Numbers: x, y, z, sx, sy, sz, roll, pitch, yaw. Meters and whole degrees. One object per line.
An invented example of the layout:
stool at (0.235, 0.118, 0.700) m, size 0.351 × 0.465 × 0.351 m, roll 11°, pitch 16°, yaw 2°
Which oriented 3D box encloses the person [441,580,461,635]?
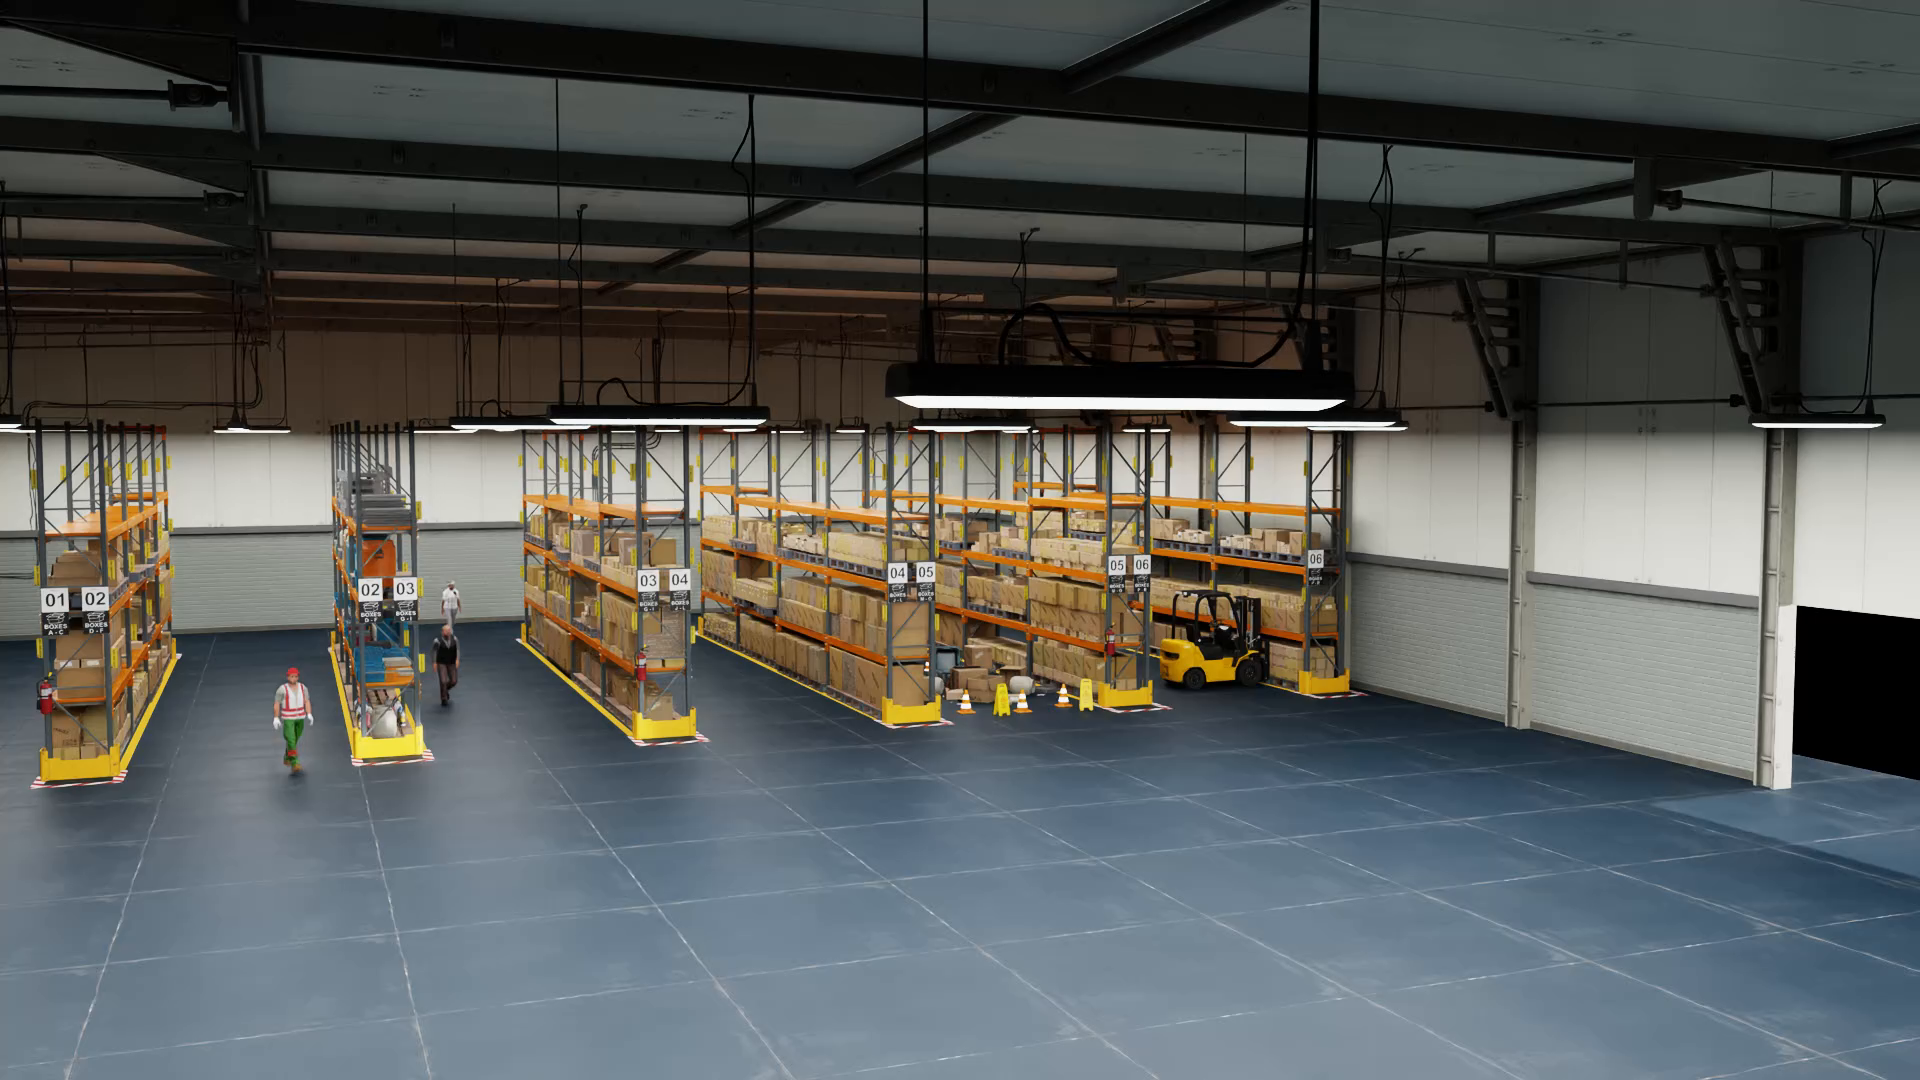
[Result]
person at (-14.469, 1.942, 47.307) m, size 0.492 × 1.621 × 1.042 m, roll -2°, pitch 4°, yaw -32°

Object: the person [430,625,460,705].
person at (-11.038, 2.656, 35.599) m, size 0.617 × 1.704 × 0.638 m, roll -3°, pitch 4°, yaw -36°

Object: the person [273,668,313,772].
person at (-11.349, 3.047, 28.405) m, size 1.040 × 1.731 × 0.559 m, roll 3°, pitch 5°, yaw 39°
